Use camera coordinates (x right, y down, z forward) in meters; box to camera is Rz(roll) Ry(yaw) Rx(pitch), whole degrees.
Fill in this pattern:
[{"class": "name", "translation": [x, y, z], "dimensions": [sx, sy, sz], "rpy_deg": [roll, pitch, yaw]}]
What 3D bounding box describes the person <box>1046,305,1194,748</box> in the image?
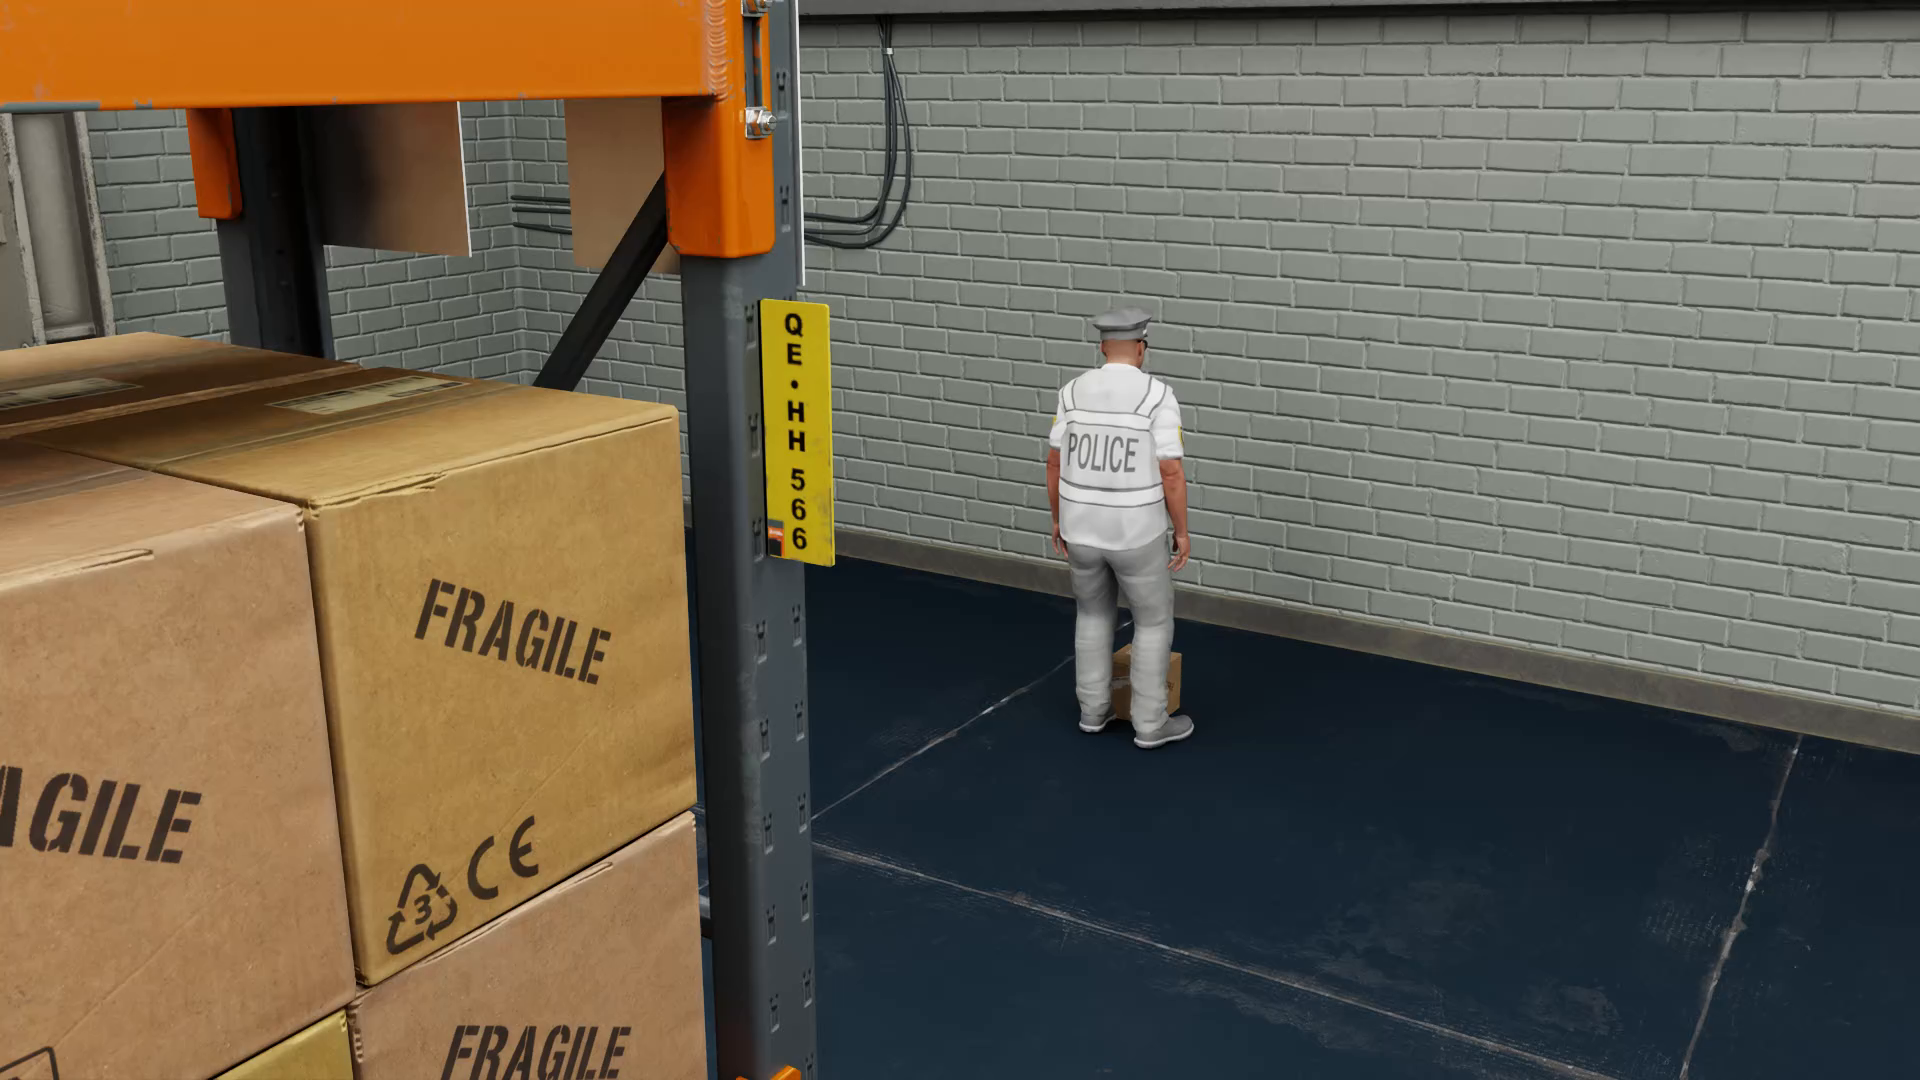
[{"class": "person", "translation": [0.641, -0.045, 6.674], "dimensions": [0.605, 1.747, 0.479], "rpy_deg": [8, 18, 27]}]
